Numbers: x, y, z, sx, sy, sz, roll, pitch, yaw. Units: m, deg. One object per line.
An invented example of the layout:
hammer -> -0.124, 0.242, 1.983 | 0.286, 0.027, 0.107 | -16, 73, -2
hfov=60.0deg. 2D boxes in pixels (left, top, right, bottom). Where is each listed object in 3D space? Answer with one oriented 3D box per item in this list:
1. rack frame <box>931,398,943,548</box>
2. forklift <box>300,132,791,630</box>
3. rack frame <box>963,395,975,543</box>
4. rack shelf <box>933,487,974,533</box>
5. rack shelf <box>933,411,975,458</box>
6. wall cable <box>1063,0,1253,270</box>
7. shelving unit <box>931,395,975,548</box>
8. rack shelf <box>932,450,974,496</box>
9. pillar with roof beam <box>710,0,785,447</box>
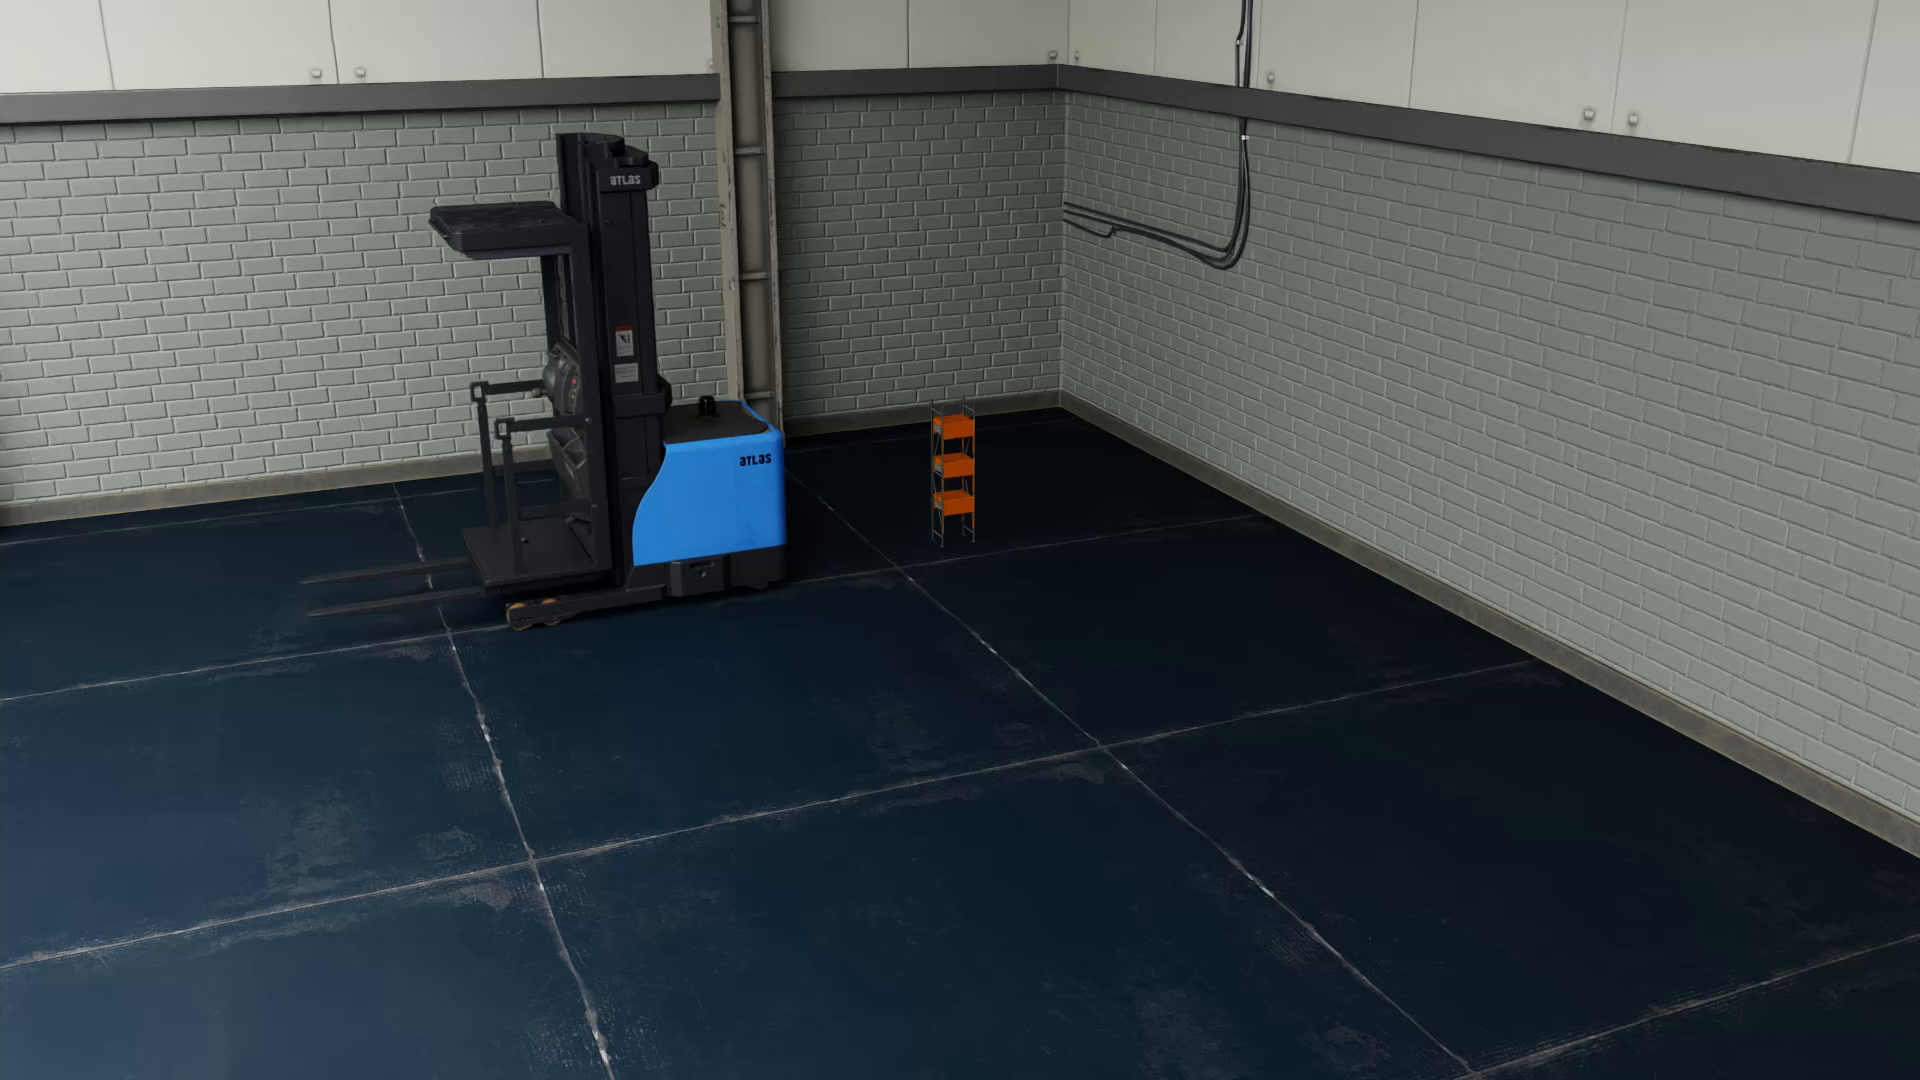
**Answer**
rack frame -> -0.161, -0.472, 11.782 | 0.008, 1.050, 0.200 | -8, 21, -22
forklift -> -2.698, -1.017, 10.498 | 3.031, 2.935, 1.130 | -8, 21, -22
rack frame -> 0.063, -0.504, 11.873 | 0.008, 1.050, 0.200 | -8, 21, -22
rack shelf -> -0.049, -0.216, 11.923 | 0.240, 0.259, 0.215 | -8, 21, -22
rack shelf -> -0.049, -0.746, 11.737 | 0.240, 0.259, 0.215 | -8, 21, -22
wall cable -> 1.483, -3.586, 13.331 | 0.112, 2.526, 3.097 | -8, 21, -22
shelving unit -> -0.049, -0.488, 11.828 | 0.252, 1.050, 0.215 | -8, 21, -22
rack shelf -> -0.049, -0.478, 11.831 | 0.240, 0.259, 0.215 | -8, 21, -22
pillar with roof beam -> -0.041, -3.753, 9.132 | 0.400, 9.000, 9.100 | -8, 21, -22
